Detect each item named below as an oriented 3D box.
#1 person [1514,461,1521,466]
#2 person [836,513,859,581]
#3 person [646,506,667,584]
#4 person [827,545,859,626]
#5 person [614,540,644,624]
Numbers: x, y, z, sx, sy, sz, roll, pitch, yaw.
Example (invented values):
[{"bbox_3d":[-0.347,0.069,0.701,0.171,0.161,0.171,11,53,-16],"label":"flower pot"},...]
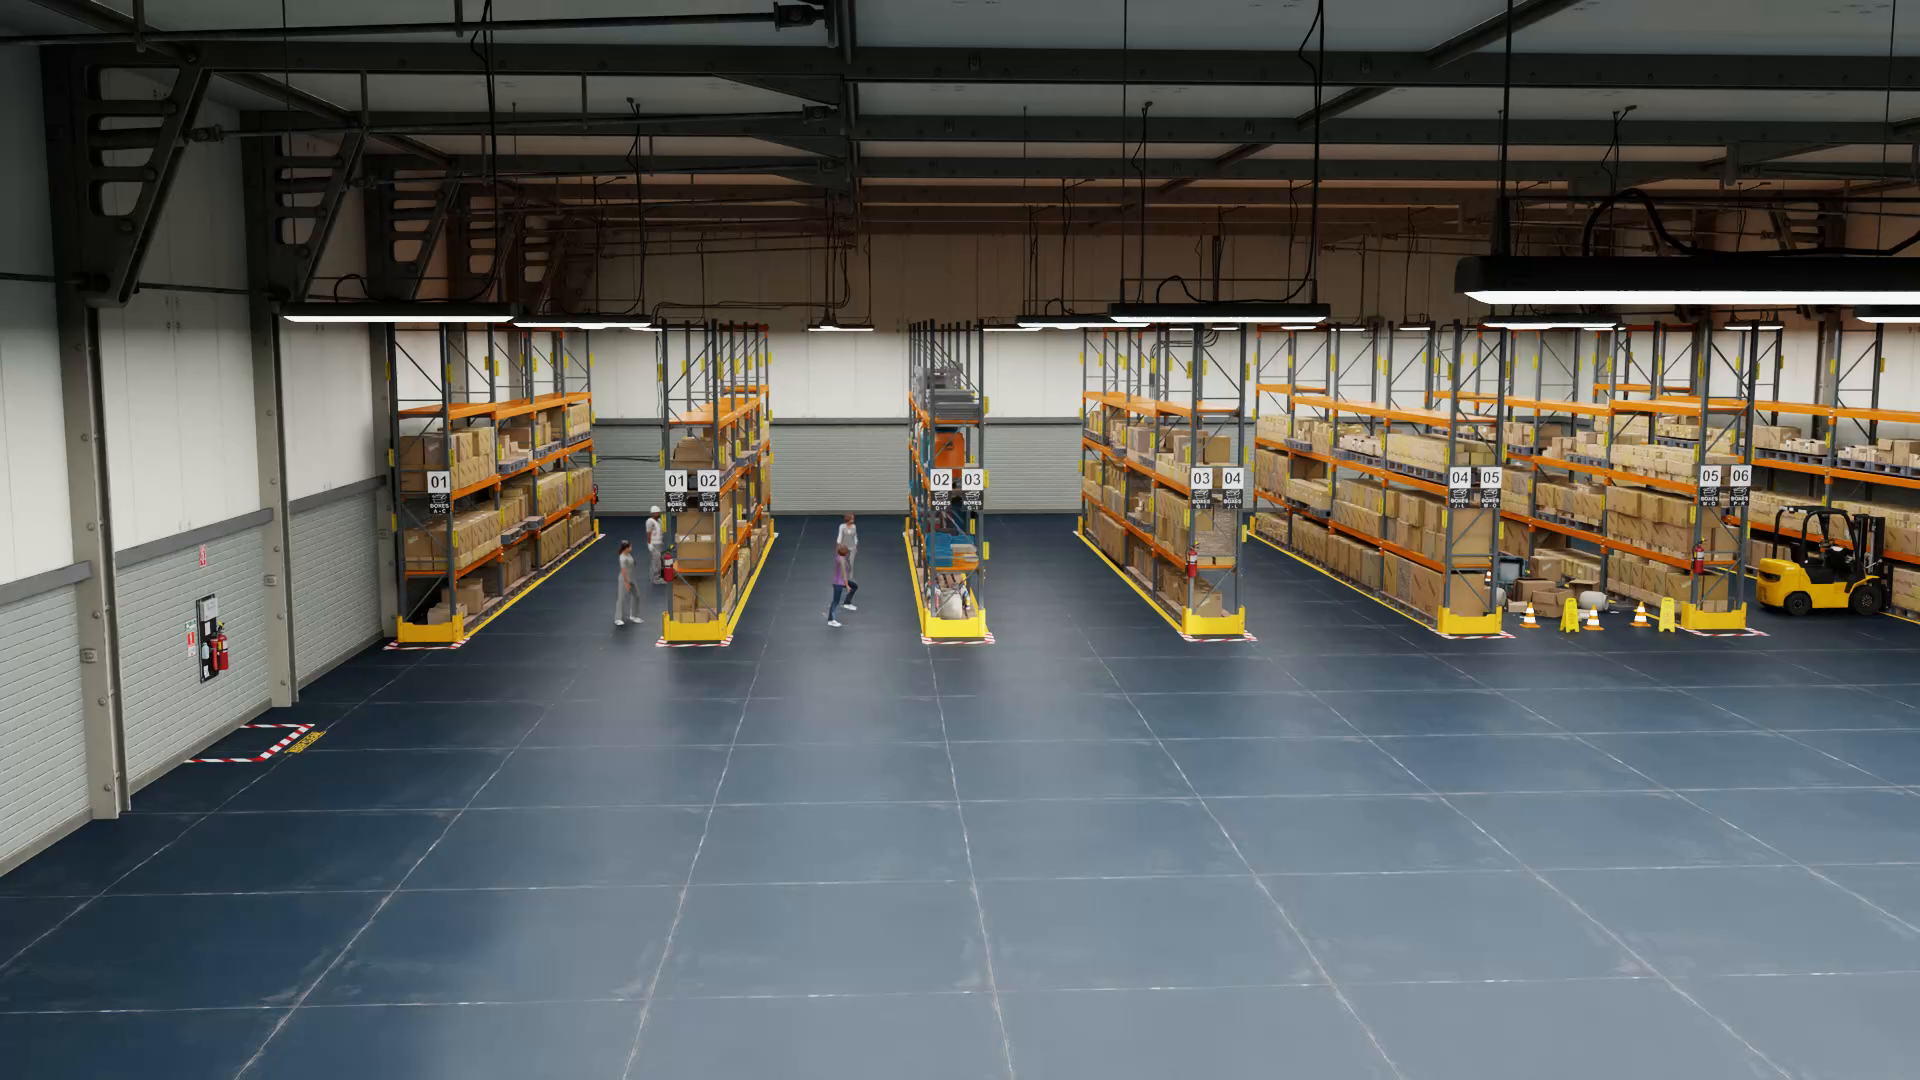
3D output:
[{"bbox_3d":[17.325,-1.565,51.809,0.463,1.769,0.562,-2,7,-19],"label":"person"},{"bbox_3d":[-2.437,0.212,35.929,0.500,1.586,0.584,0,7,-2],"label":"person"},{"bbox_3d":[-6.983,0.100,38.375,0.463,1.786,0.574,0,7,-1],"label":"person"},{"bbox_3d":[-2.315,0.875,32.857,0.628,1.578,0.575,-1,7,-4],"label":"person"},{"bbox_3d":[-6.601,0.839,32.959,0.436,1.709,0.599,2,7,18],"label":"person"}]
